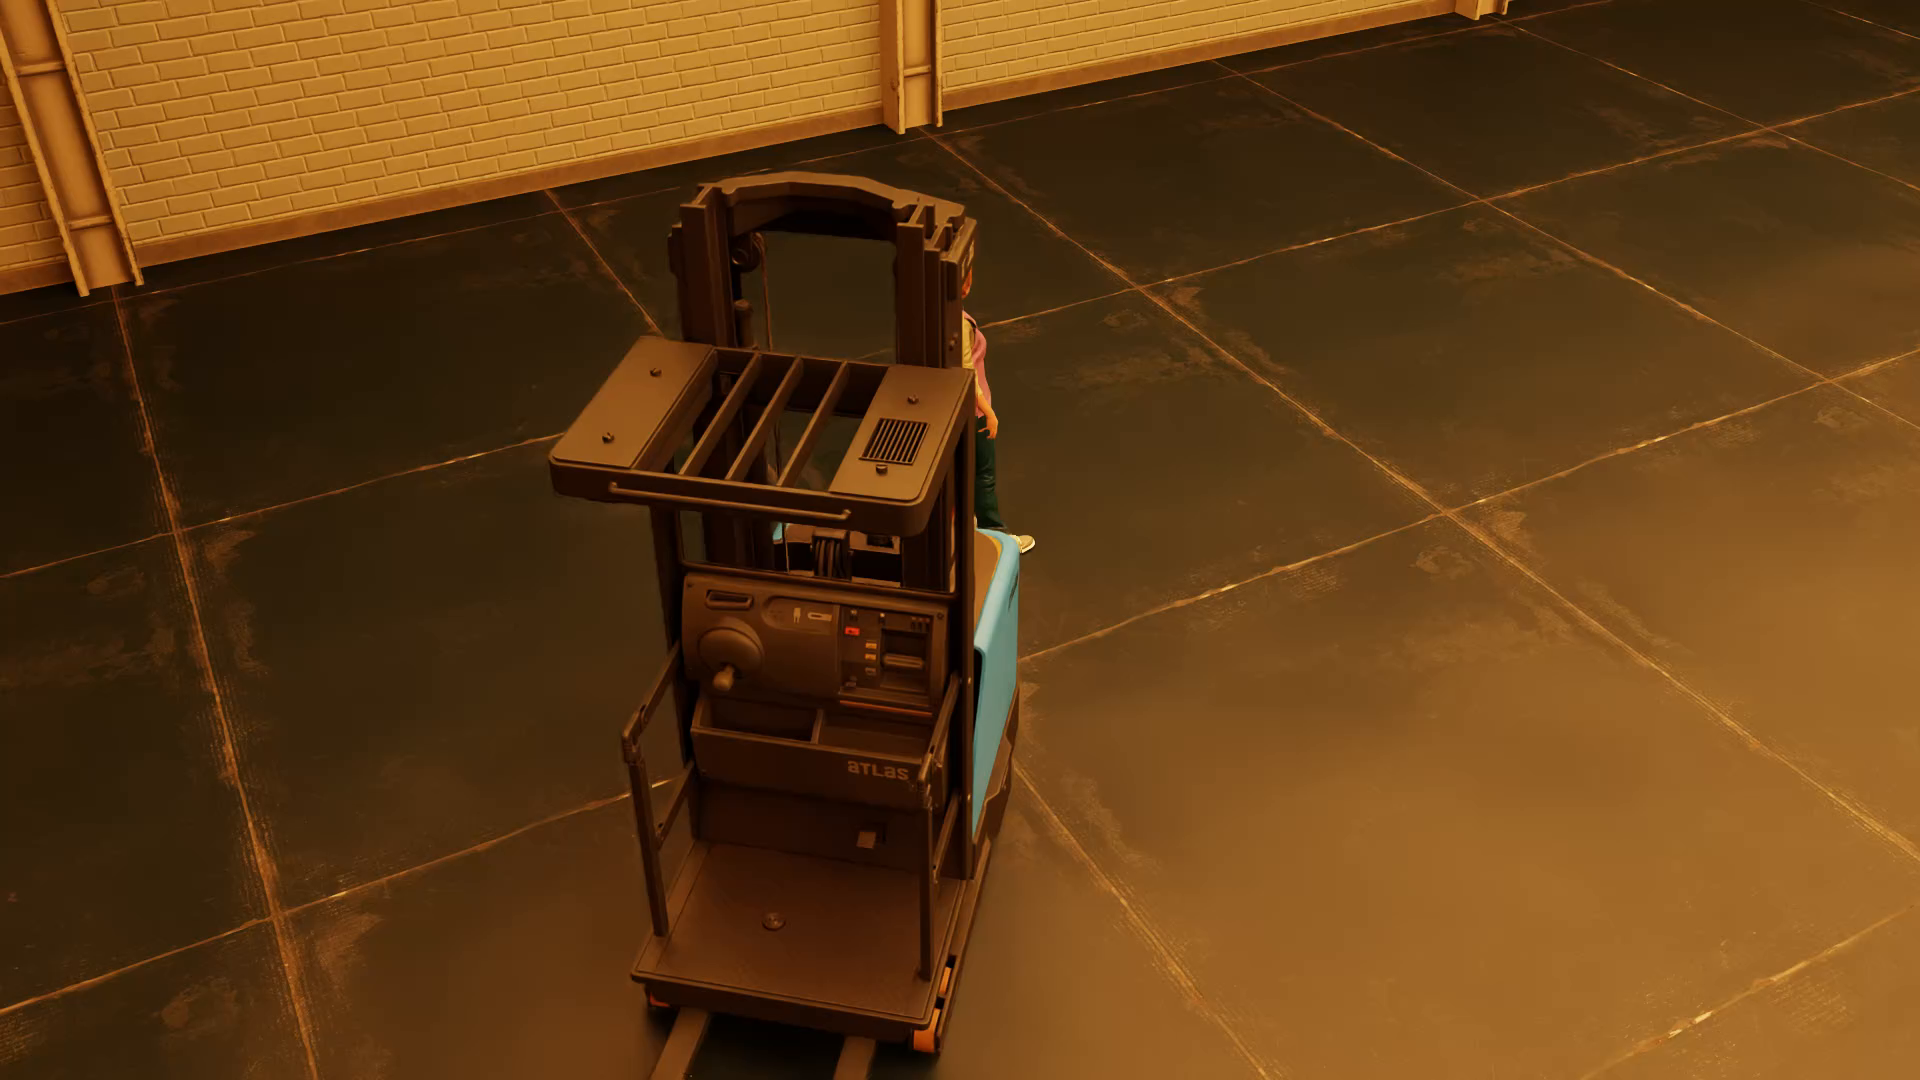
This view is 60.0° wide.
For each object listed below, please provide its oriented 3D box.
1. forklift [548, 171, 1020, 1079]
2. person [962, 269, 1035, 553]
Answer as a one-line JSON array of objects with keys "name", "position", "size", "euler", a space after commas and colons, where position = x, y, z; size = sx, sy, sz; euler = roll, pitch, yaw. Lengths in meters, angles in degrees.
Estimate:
[{"name": "forklift", "position": [-0.545, 0.423, 5.524], "size": [1.130, 2.935, 3.031], "euler": [7, 36, 10]}, {"name": "person", "position": [0.072, -0.671, 8.215], "size": [0.476, 1.597, 0.520], "euler": [-17, 39, -23]}]
